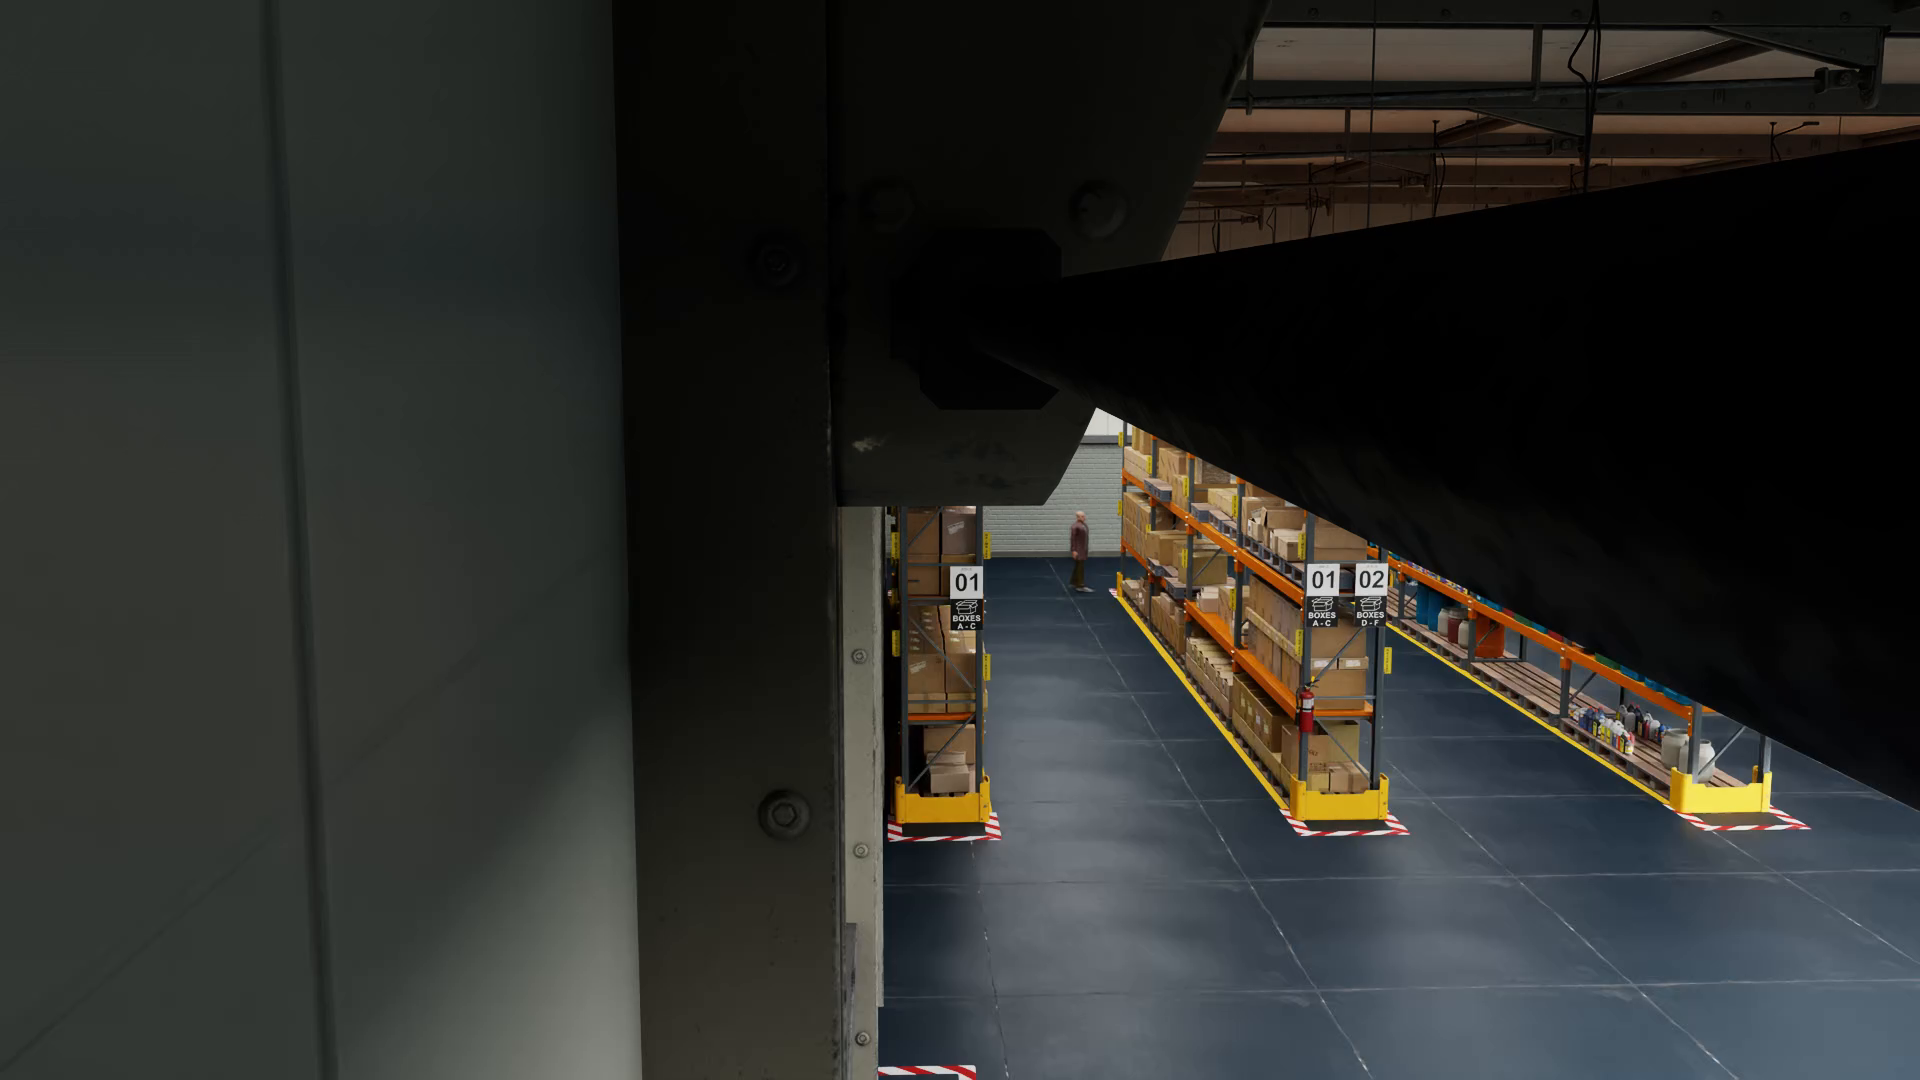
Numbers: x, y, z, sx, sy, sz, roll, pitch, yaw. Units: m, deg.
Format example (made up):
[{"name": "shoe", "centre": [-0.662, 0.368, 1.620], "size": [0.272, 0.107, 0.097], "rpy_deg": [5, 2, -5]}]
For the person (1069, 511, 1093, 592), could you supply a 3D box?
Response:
[{"name": "person", "centre": [2.735, 0.248, 37.073], "size": [0.666, 1.791, 0.597], "rpy_deg": [5, 10, 32]}]

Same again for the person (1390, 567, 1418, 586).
[{"name": "person", "centre": [10.089, 0.242, 37.840], "size": [0.512, 1.549, 0.854], "rpy_deg": [-5, 9, -31]}]
